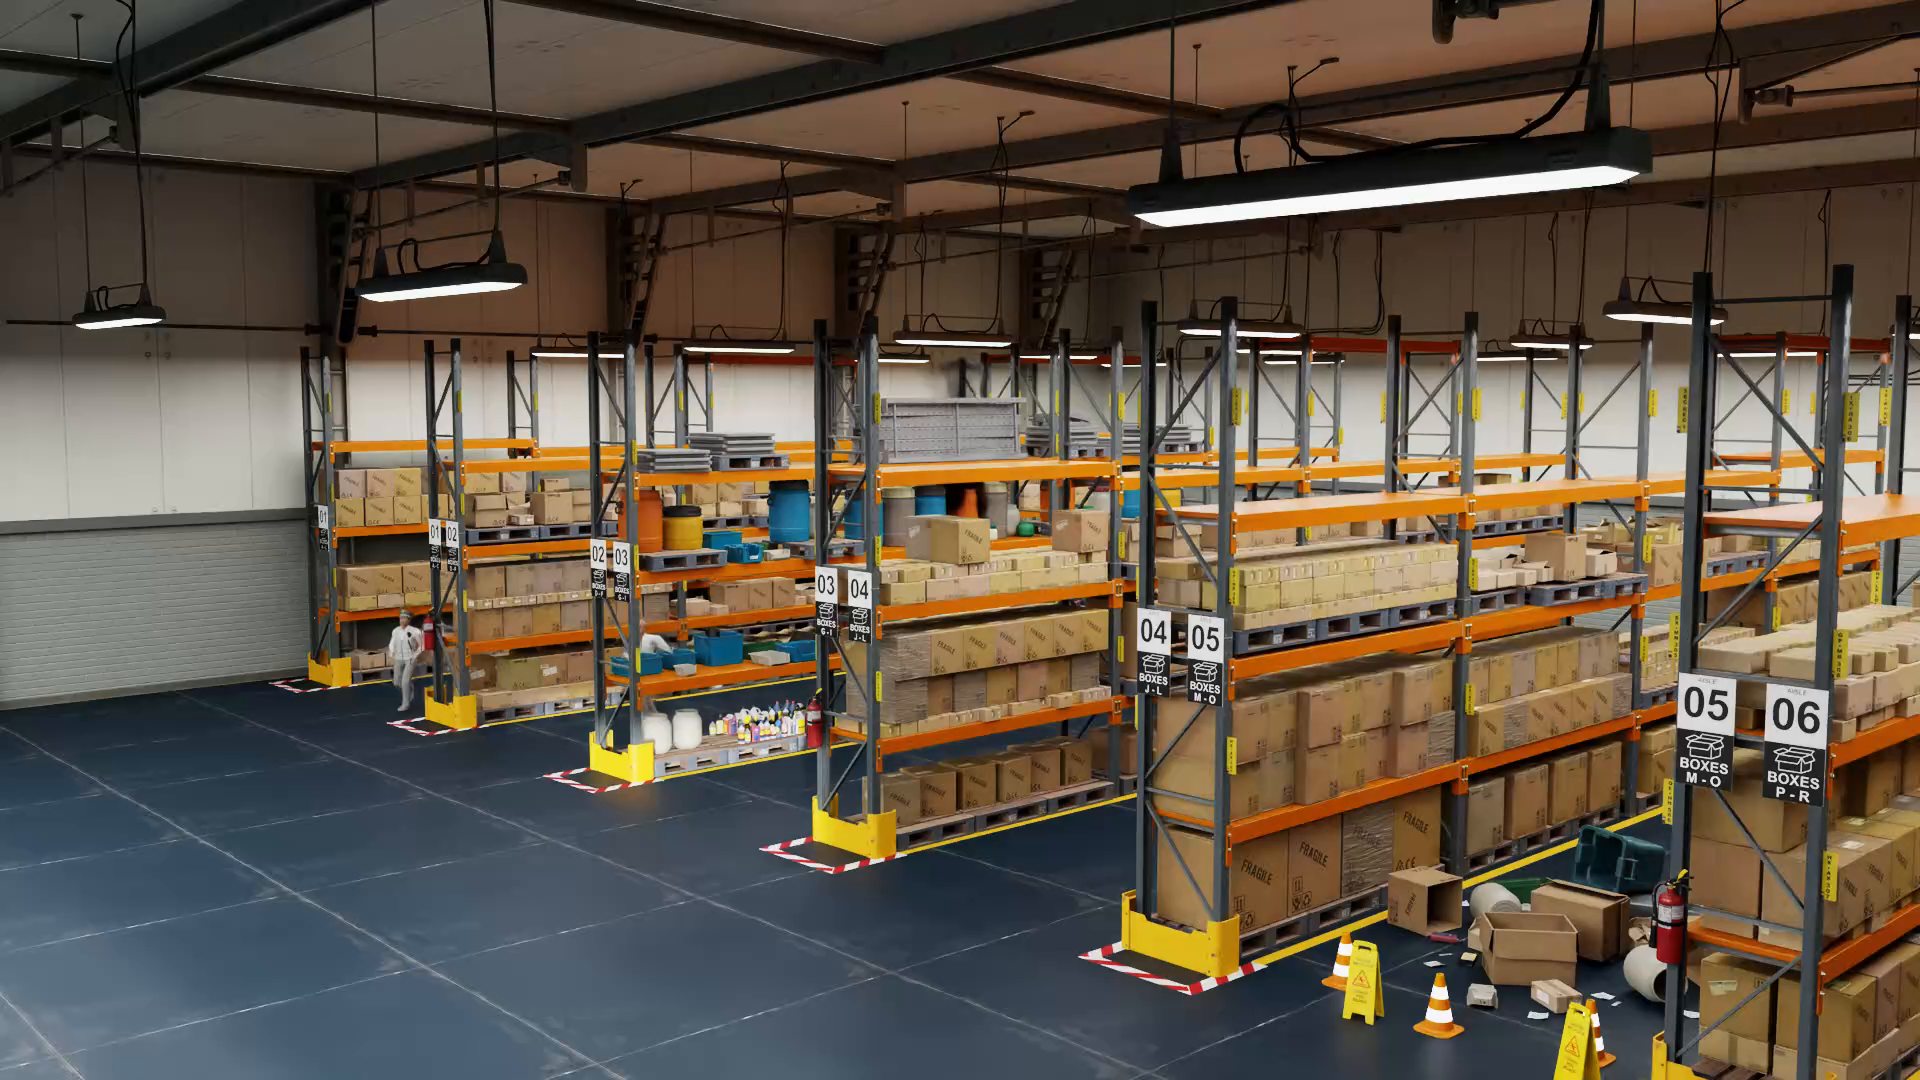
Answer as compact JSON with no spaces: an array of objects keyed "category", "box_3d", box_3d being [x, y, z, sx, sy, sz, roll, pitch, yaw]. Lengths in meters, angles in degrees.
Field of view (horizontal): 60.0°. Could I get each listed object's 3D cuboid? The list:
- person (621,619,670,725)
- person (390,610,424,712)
[{"category":"person","box_3d":[-4.770,2.186,25.025,0.640,1.636,0.908,3,6,29]},{"category":"person","box_3d":[-9.029,1.949,27.170,0.609,1.654,0.611,1,5,8]}]
